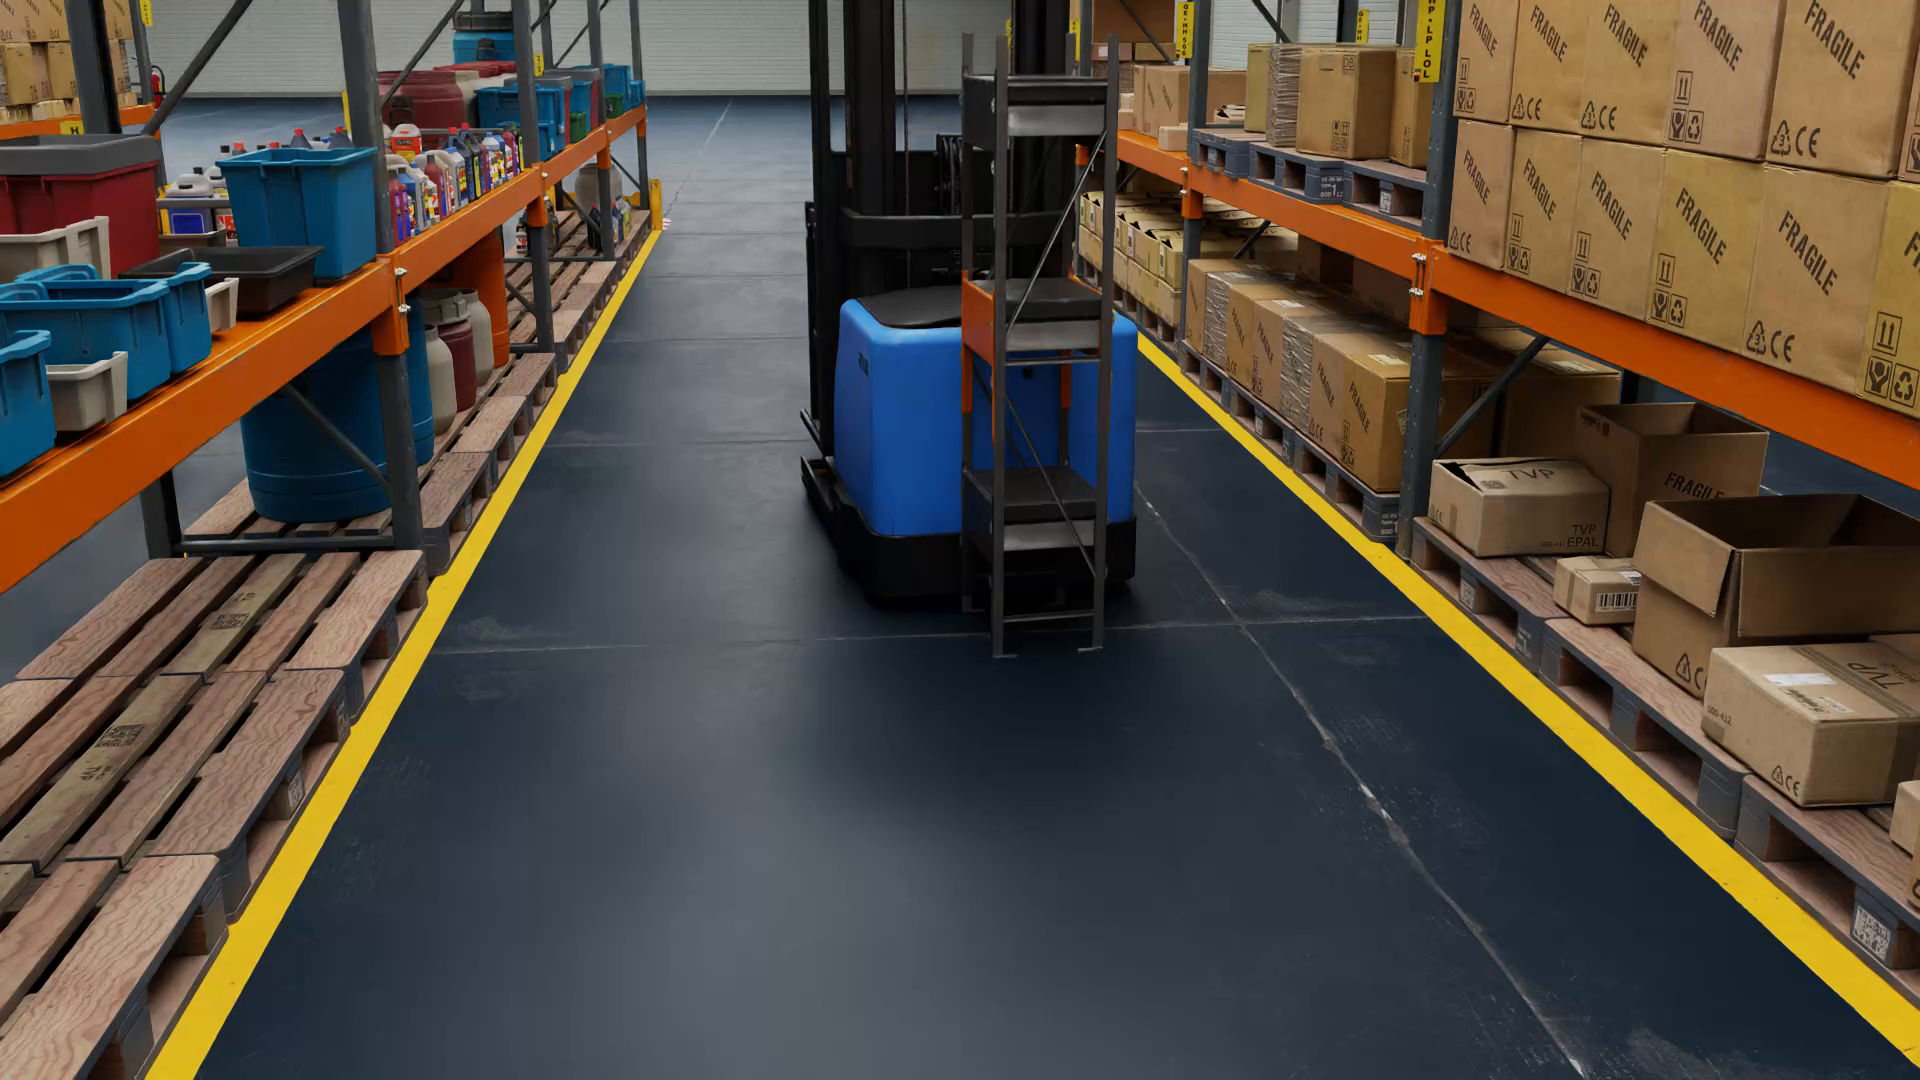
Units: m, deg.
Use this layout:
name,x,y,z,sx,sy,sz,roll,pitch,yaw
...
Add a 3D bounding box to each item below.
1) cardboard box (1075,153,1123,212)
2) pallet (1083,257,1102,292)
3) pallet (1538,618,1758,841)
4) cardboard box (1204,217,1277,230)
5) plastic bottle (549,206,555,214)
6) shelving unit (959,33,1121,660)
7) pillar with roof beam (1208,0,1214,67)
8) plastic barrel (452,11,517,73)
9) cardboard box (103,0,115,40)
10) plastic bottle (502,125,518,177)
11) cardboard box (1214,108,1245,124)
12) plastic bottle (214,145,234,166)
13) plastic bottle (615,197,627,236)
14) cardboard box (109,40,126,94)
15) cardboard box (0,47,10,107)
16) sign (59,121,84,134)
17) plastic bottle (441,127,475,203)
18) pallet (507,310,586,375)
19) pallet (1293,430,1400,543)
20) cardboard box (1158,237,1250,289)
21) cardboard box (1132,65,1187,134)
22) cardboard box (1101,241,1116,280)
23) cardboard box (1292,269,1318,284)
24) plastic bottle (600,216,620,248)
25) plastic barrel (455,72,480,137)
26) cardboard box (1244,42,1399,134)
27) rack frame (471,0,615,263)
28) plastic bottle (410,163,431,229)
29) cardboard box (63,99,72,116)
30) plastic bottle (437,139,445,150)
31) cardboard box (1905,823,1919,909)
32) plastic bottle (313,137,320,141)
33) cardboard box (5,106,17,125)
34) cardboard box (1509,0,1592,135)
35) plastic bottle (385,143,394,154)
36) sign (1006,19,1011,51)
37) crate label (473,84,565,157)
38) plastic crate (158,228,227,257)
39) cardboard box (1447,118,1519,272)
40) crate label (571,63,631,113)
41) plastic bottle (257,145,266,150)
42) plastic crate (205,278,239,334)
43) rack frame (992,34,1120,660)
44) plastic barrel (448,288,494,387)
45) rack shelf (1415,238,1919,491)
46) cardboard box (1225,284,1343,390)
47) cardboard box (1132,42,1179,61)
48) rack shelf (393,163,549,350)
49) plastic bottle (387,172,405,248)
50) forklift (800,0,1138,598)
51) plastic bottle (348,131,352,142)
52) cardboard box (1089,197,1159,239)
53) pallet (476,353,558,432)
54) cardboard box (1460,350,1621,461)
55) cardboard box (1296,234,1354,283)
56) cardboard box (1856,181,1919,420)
name,x,y,z,sx,sy,sz,roll,pitch,yaw
cardboard box,1.199,-3.279,15.252,0.500,0.500,0.500,-2,18,-6
pallet,1.619,-2.204,13.844,1.003,0.211,1.213,-2,18,-6
pallet,2.529,0.531,5.135,1.003,0.211,1.213,-2,18,-6
cardboard box,2.042,-2.190,12.098,0.500,0.311,0.500,-2,18,-7
plastic bottle,-3.736,-2.903,15.216,0.061,0.283,0.133,-2,18,-6
shelving unit,0.258,-0.667,5.797,0.431,2.100,0.503,-4,18,-12
pillar with roof beam,0.813,-13.009,33.589,9.100,9.000,0.400,-2,18,-6
plastic barrel,-3.684,-3.715,13.166,0.600,0.901,0.708,-2,18,-6
cardboard box,-8.402,-5.001,15.765,0.500,0.500,0.500,-2,18,-6
plastic bottle,-2.520,-2.177,9.298,0.061,0.283,0.133,-2,18,-6
cardboard box,1.923,-2.628,10.688,0.500,0.311,0.500,-1,17,-2
plastic bottle,-3.018,-1.457,6.893,0.144,0.351,0.185,-2,18,-6
plastic bottle,-3.157,-2.983,15.358,0.144,0.351,0.185,-2,18,-6
cardboard box,-8.561,-4.519,15.899,0.875,0.500,0.500,-2,18,-6
cardboard box,-8.334,-3.773,13.524,0.875,0.500,0.500,-2,18,-6
sign,-3.145,-1.333,5.952,0.100,0.325,0.005,-2,18,-6
plastic bottle,-2.418,-1.794,7.965,0.144,0.351,0.185,-2,18,-6
pallet,-3.051,-1.310,10.998,1.003,0.211,1.213,-2,18,-6
pallet,2.208,-0.280,7.716,1.003,0.211,1.213,-2,18,-6
cardboard box,1.618,-1.865,11.063,0.500,0.311,0.500,-1,17,-4
cardboard box,1.622,-3.414,12.876,0.500,0.500,0.500,-1,17,-2
cardboard box,1.407,-2.206,13.087,0.500,0.250,0.500,-2,18,-7
cardboard box,2.247,-1.307,9.770,0.500,0.500,0.500,-1,17,-3
plastic bottle,-3.080,-2.715,14.629,0.152,0.276,0.135,-1,17,-4
plastic barrel,-3.329,-2.762,10.780,0.421,0.512,0.421,0,17,0
cardboard box,2.094,-2.625,9.661,0.700,0.500,0.500,-8,19,-24
rack frame,-3.423,-3.600,13.638,1.000,3.000,0.127,-2,18,-6
plastic bottle,-2.289,-1.450,7.002,0.097,0.271,0.097,0,17,0
cardboard box,-8.311,-3.921,15.077,0.380,0.149,0.250,-2,18,-6
plastic bottle,-2.551,-1.846,8.243,0.061,0.283,0.133,-2,18,-6
cardboard box,2.441,0.651,3.534,0.500,0.500,0.500,-2,18,-6
plastic bottle,-3.213,-1.868,8.316,0.061,0.283,0.133,-2,18,-6
cardboard box,-8.138,-3.549,13.895,0.380,0.149,0.250,-2,18,-6
cardboard box,2.152,-1.591,5.400,0.500,0.500,0.500,-2,18,-7
plastic bottle,-3.117,-2.047,9.020,0.097,0.201,0.097,0,17,0
sign,0.539,-5.380,17.727,0.100,0.325,0.005,-2,18,-6
crate label,-2.844,-2.730,10.806,0.502,0.435,0.616,-2,18,-6
plastic crate,-2.692,-0.977,5.621,0.396,0.136,0.243,-2,18,-6
cardboard box,2.111,-1.256,6.004,0.500,0.500,0.500,-1,17,-4
crate label,-3.376,-4.269,15.708,0.502,0.435,0.616,-2,18,-6
plastic bottle,-2.874,-1.462,6.907,0.144,0.351,0.185,-2,18,-6
plastic crate,-2.119,-0.610,4.453,0.293,0.136,0.466,-2,18,-6
rack frame,0.311,-0.596,5.570,0.400,2.100,0.015,-4,18,-12
plastic barrel,-2.796,-1.111,9.162,0.421,0.512,0.421,0,17,0
rack shelf,2.536,-0.430,4.739,1.077,0.370,4.000,-2,18,-6
cardboard box,1.786,-1.128,9.201,0.500,0.500,0.500,-2,18,-6
cardboard box,1.670,-4.196,14.284,0.380,0.149,0.250,-2,18,-6
rack shelf,-2.804,-1.470,8.051,1.077,0.370,4.000,-2,18,-6
plastic bottle,-2.211,-1.284,6.453,0.061,0.283,0.133,-2,18,-6
forklift,-0.136,-1.582,7.324,1.130,2.935,3.031,-4,18,-12
plastic bottle,-3.239,-2.073,8.979,0.152,0.276,0.135,-2,18,-6
cardboard box,1.346,-2.628,13.494,0.500,0.311,0.500,-2,18,-6
pallet,-2.887,-0.845,9.515,1.003,0.211,1.213,-2,18,-6
cardboard box,2.522,-0.538,7.321,0.500,0.500,0.500,-3,18,-8
cardboard box,2.257,-1.648,9.604,0.500,0.250,0.500,-1,17,-4
cardboard box,2.368,-0.504,3.609,0.500,0.500,0.500,-2,18,-5
